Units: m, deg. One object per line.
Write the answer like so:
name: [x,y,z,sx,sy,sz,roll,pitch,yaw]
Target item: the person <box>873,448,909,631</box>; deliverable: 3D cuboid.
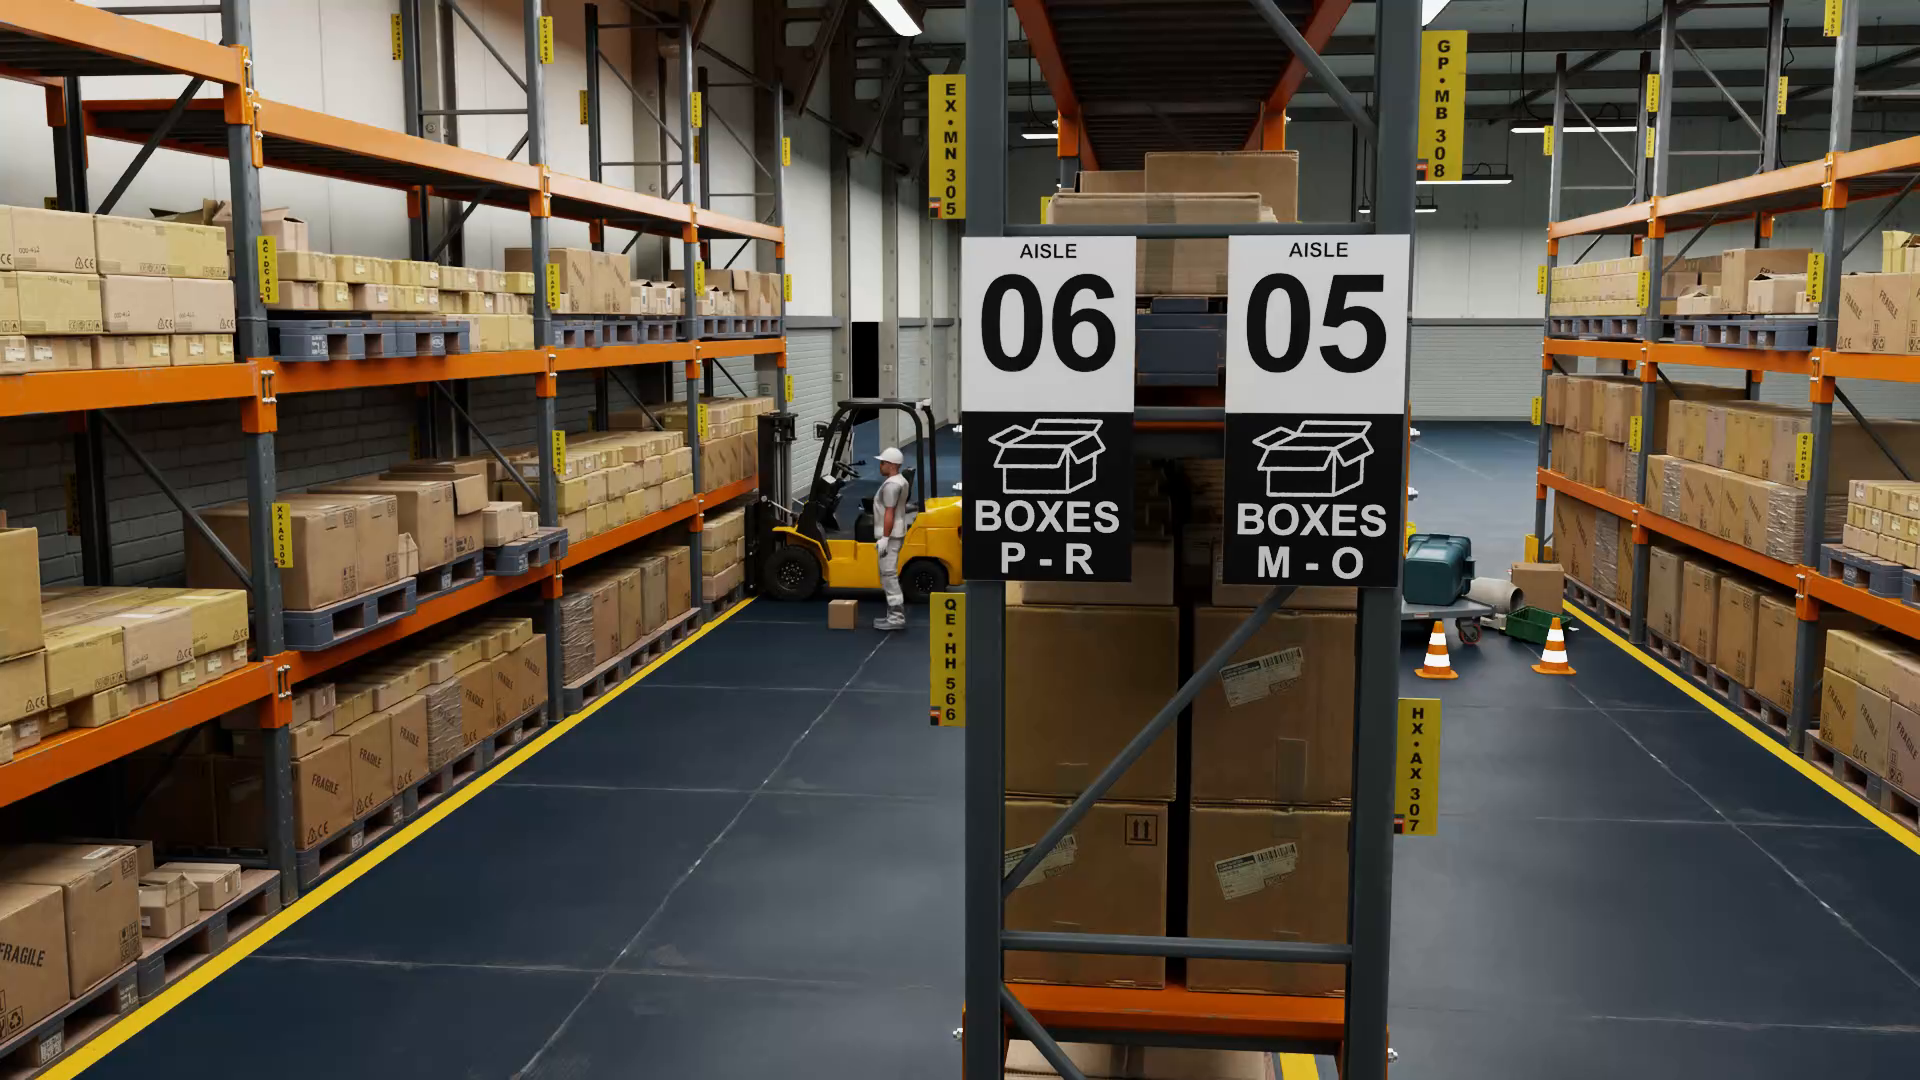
person: [-0.701,-0.015,16.315,0.370,1.787,0.524,1,8,8]
